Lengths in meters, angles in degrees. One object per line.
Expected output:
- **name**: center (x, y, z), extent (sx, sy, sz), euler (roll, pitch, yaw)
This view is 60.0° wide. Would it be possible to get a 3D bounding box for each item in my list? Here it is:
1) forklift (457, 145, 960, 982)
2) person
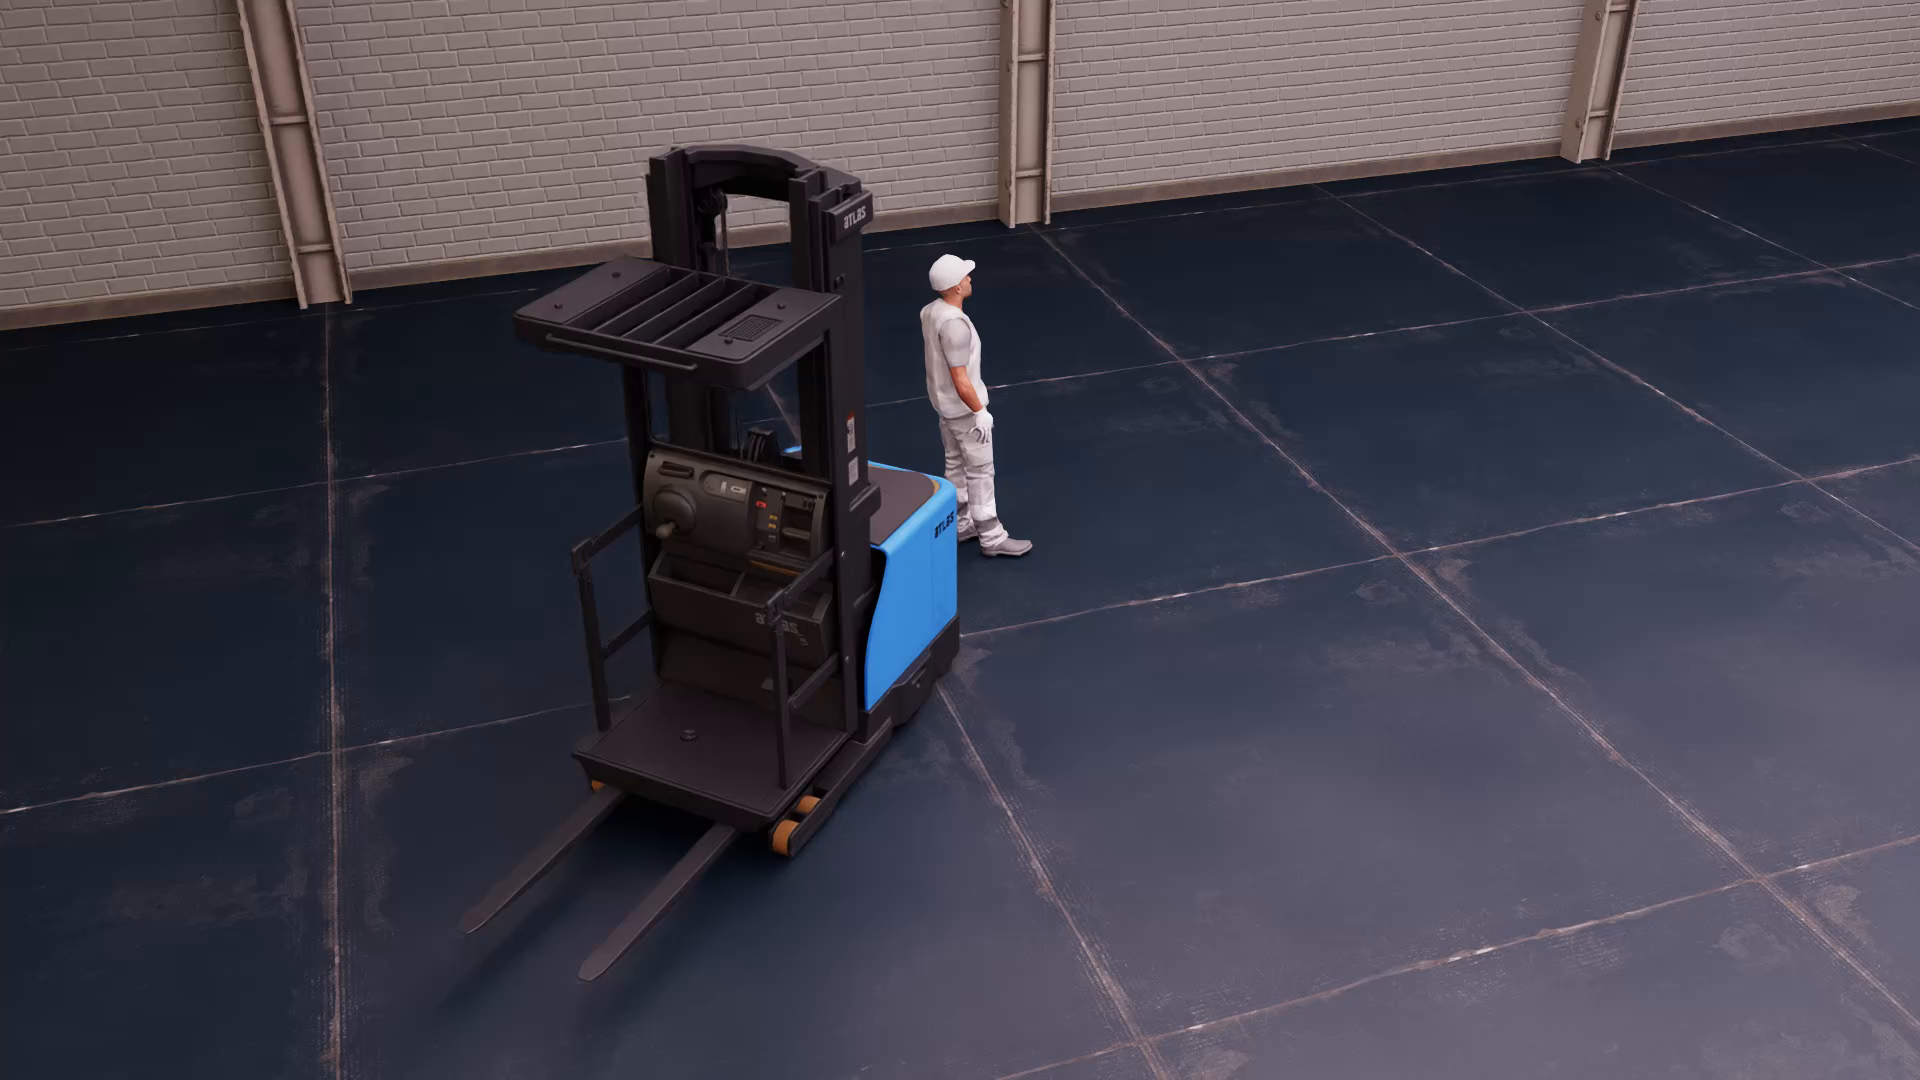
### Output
- **forklift**: center (-1.100, -0.088, 7.239), extent (1.130, 2.935, 3.031), euler (14, 33, 22)
- **person**: center (0.079, -0.789, 9.589), extent (0.564, 1.787, 0.638), euler (-10, 31, -16)
